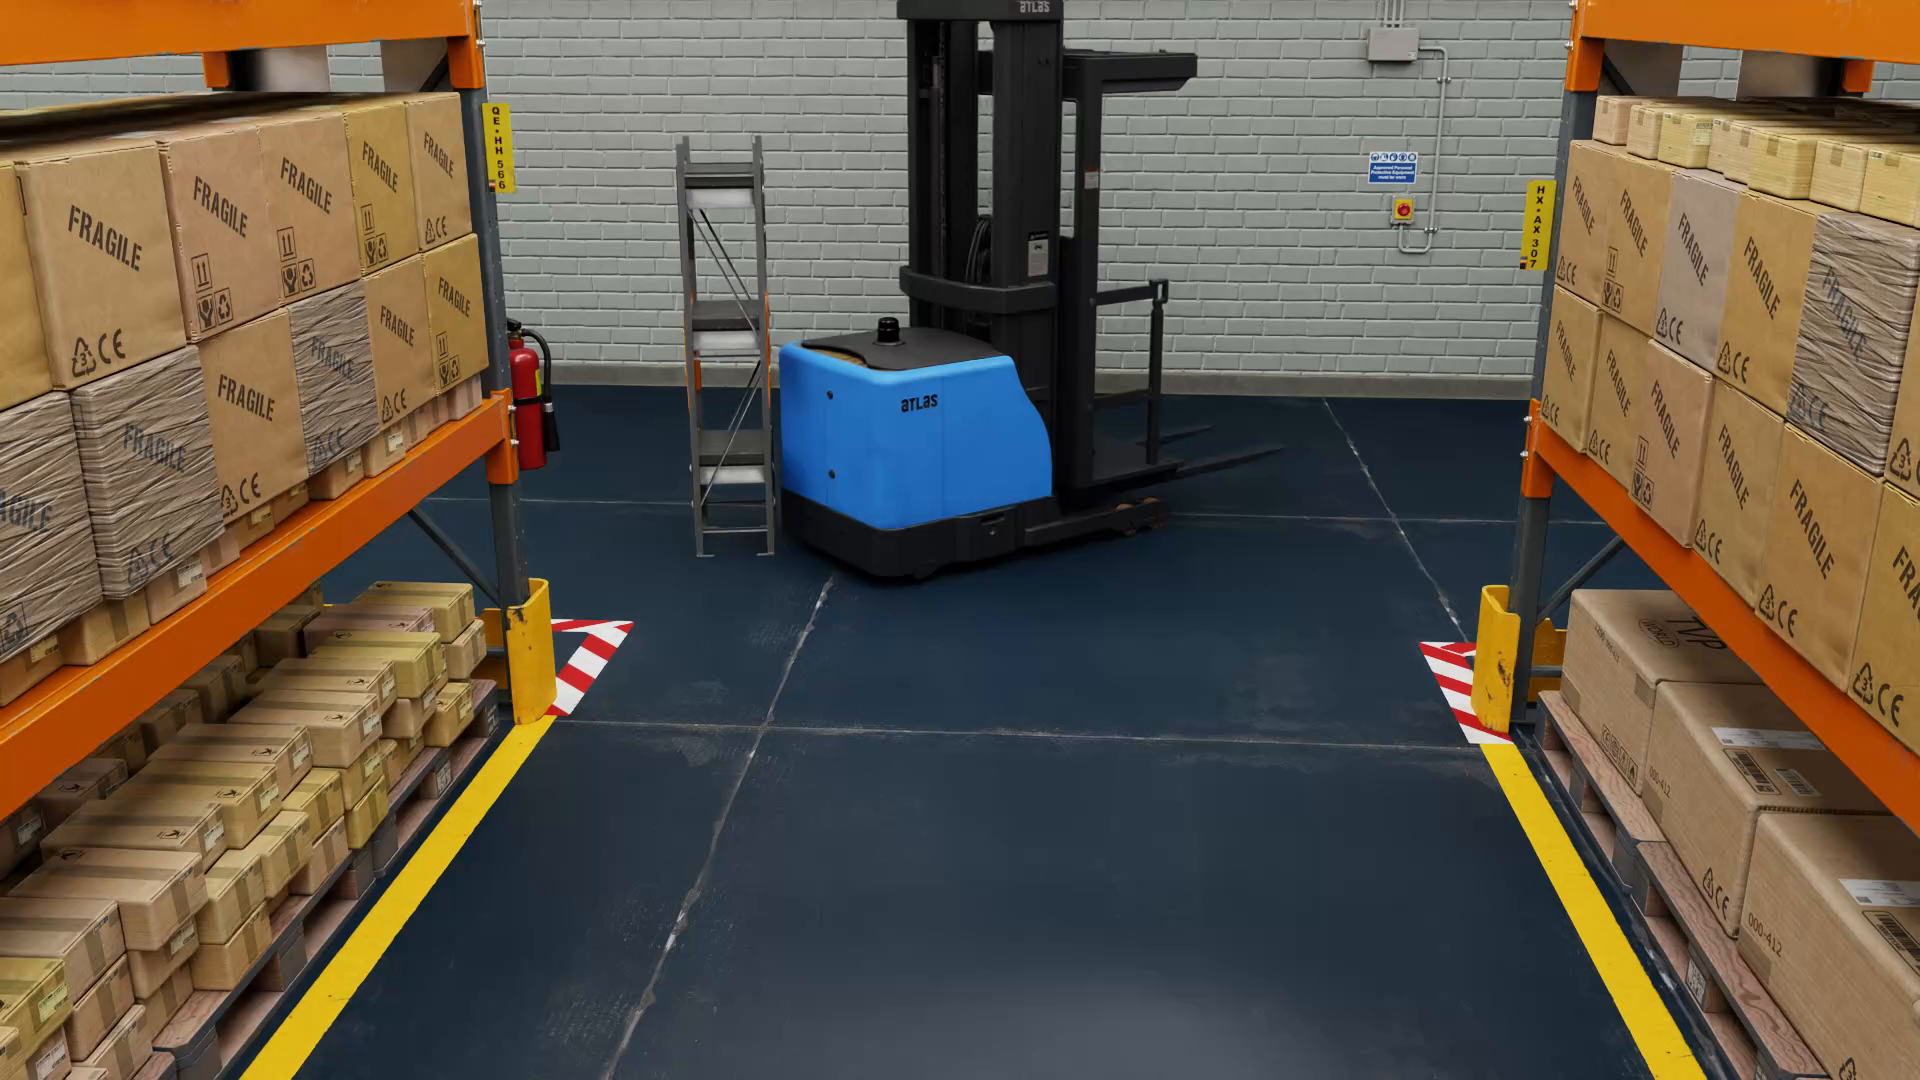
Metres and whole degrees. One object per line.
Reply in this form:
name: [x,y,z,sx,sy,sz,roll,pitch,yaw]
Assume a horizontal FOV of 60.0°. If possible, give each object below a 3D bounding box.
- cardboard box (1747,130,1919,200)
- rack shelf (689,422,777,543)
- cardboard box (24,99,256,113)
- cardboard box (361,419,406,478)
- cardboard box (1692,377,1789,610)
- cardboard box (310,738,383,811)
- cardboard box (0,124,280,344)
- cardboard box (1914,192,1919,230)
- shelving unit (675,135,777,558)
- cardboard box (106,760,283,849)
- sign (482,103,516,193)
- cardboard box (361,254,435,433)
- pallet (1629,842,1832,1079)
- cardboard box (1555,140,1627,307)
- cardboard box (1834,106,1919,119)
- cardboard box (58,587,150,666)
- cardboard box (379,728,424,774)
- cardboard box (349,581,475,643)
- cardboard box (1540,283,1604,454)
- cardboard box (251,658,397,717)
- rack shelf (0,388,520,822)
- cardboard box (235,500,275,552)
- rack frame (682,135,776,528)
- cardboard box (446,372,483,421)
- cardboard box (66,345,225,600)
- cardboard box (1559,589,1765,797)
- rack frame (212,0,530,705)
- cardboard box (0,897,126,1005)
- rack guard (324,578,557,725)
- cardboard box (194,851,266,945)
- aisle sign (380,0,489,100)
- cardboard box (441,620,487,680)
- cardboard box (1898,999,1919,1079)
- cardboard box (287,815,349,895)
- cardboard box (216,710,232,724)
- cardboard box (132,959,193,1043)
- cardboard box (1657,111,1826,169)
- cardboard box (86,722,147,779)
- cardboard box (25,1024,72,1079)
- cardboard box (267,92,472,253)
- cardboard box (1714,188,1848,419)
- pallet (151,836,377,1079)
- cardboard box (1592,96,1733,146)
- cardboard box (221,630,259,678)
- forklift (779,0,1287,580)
cardboard box: [2.225,-0.941,4.169,0.380,0.149,0.250,1,18,3]
rack shelf: [-1.190,-0.309,8.787,0.431,0.518,0.480,-2,18,-5]
cardboard box: [-2.592,-1.147,5.363,0.500,0.500,0.500,2,18,6]
cardboard box: [-2.060,-0.312,5.463,0.380,0.149,0.250,2,18,5]
cardboard box: [2.277,-0.128,4.337,0.500,0.500,0.500,2,18,6]
cardboard box: [-2.078,0.733,5.295,0.380,0.149,0.250,2,18,5]
cardboard box: [-2.149,-0.807,4.324,0.500,0.500,0.500,1,18,2]
cardboard box: [2.235,-0.700,3.435,0.380,0.149,0.250,1,18,3]
shelving unit: [-1.190,-0.988,8.565,0.431,2.100,0.503,-2,18,-5]
cardboard box: [-2.183,0.754,4.754,0.380,0.149,0.250,1,18,4]
sign: [-1.713,-1.456,6.181,0.100,0.325,0.005,1,18,4]
cardboard box: [-2.082,-0.657,5.474,0.500,0.500,0.500,1,18,3]
pallet: [2.610,1.258,4.744,1.003,0.211,1.213,1,18,4]
cardboard box: [2.361,-1.075,5.619,0.500,0.500,0.500,1,18,3]
cardboard box: [2.925,-1.248,5.107,0.380,0.149,0.250,1,18,3]
cardboard box: [-2.185,0.180,3.959,0.380,0.149,0.250,2,18,5]
cardboard box: [-2.117,0.712,5.837,0.380,0.149,0.250,1,18,4]
cardboard box: [-2.050,0.269,6.234,0.380,0.149,0.250,1,18,5]
cardboard box: [2.359,-0.600,5.775,0.500,0.500,0.500,1,18,3]
cardboard box: [-2.099,0.508,5.505,0.380,0.149,0.250,1,18,2]
rack shelf: [-2.408,0.189,4.684,1.077,0.370,4.000,1,18,4]
cardboard box: [-2.189,-0.066,4.711,0.380,0.149,0.250,2,18,5]
rack frame: [-1.213,-1.063,8.796,0.400,2.100,0.015,-2,18,-5]
cardboard box: [-2.006,-0.547,6.178,0.380,0.149,0.250,1,18,4]
cardboard box: [-2.164,-0.178,4.011,0.500,0.500,0.500,1,18,3]
cardboard box: [2.732,0.531,5.927,0.875,0.438,0.875,1,18,2]
rack frame: [-2.265,-0.774,6.467,1.000,3.000,0.127,1,18,4]
cardboard box: [-2.276,0.993,4.023,0.380,0.149,0.250,1,18,2]
rack guard: [-2.270,0.438,6.784,1.175,0.500,0.348,1,18,4]
cardboard box: [-2.150,0.974,4.559,0.380,0.149,0.250,1,18,3]
aisle sign: [-1.960,-2.025,6.111,0.394,0.787,0.004,1,18,4]
cardboard box: [-2.018,0.410,6.280,0.380,0.149,0.250,1,18,2]
cardboard box: [2.545,1.373,3.356,0.875,0.438,0.875,1,18,3]
cardboard box: [-2.117,0.954,5.099,0.380,0.149,0.250,2,18,5]
cardboard box: [-2.690,0.636,5.591,0.380,0.149,0.250,2,18,6]
cardboard box: [-2.267,1.193,4.370,0.380,0.149,0.250,1,18,2]
cardboard box: [2.296,-1.178,4.893,0.380,0.149,0.250,1,18,2]
cardboard box: [-2.716,0.663,5.031,0.380,0.149,0.250,2,18,5]
cardboard box: [-2.296,1.220,3.809,0.380,0.149,0.250,1,18,4]
cardboard box: [-2.050,-1.290,5.799,0.500,0.500,0.500,1,18,3]
cardboard box: [2.267,-0.599,4.167,0.500,0.500,0.500,1,18,4]
pallet: [-2.454,1.204,4.909,1.003,0.211,1.213,1,18,4]
cardboard box: [2.378,-1.421,5.636,0.380,0.149,0.250,2,18,5]
cardboard box: [-2.687,0.418,5.780,0.380,0.149,0.250,1,18,4]
forklift: [0.536,-1.542,8.921,3.031,2.935,1.130,-13,22,-34]
